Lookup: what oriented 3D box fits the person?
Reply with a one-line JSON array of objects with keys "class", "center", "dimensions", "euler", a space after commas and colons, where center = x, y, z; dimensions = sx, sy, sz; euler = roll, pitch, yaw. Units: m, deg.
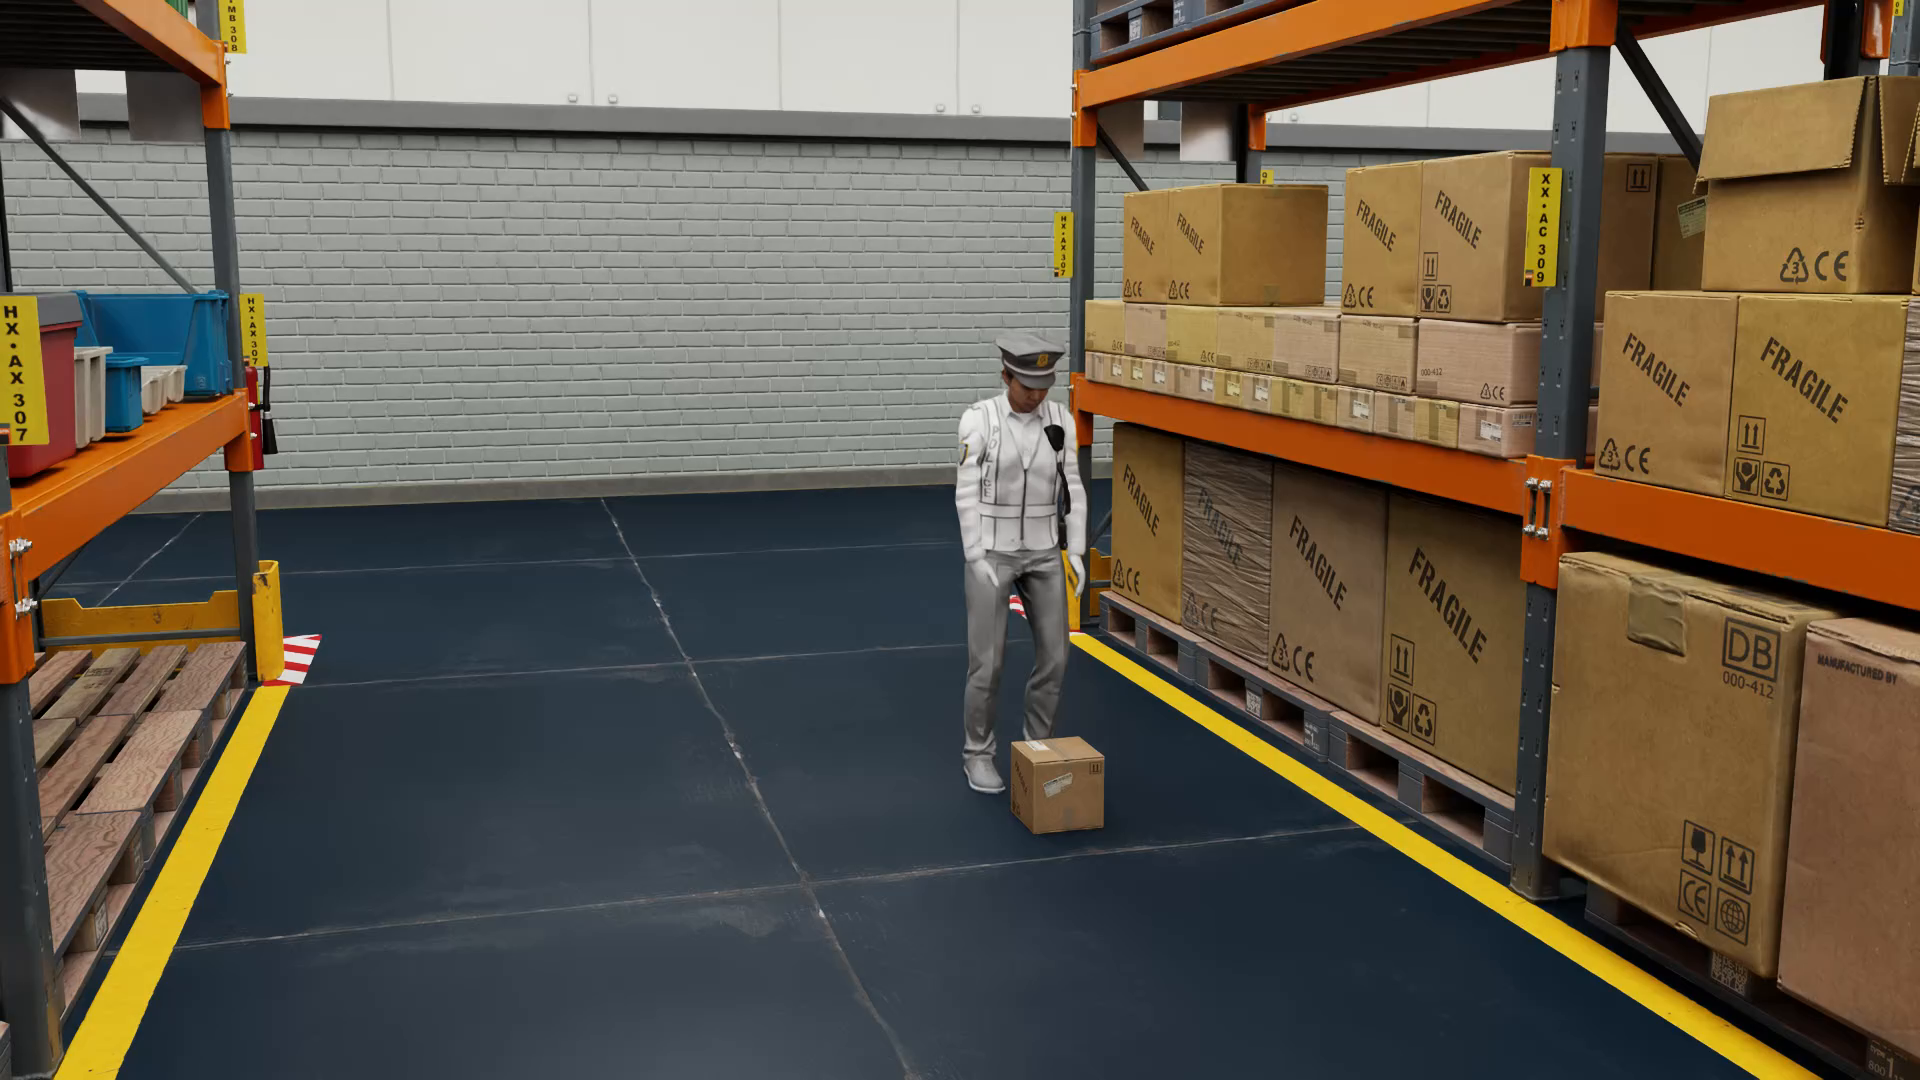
[{"class": "person", "center": [0.226, 0.079, 5.989], "dimensions": [0.488, 1.648, 0.391], "euler": [-2, 10, -15]}]
